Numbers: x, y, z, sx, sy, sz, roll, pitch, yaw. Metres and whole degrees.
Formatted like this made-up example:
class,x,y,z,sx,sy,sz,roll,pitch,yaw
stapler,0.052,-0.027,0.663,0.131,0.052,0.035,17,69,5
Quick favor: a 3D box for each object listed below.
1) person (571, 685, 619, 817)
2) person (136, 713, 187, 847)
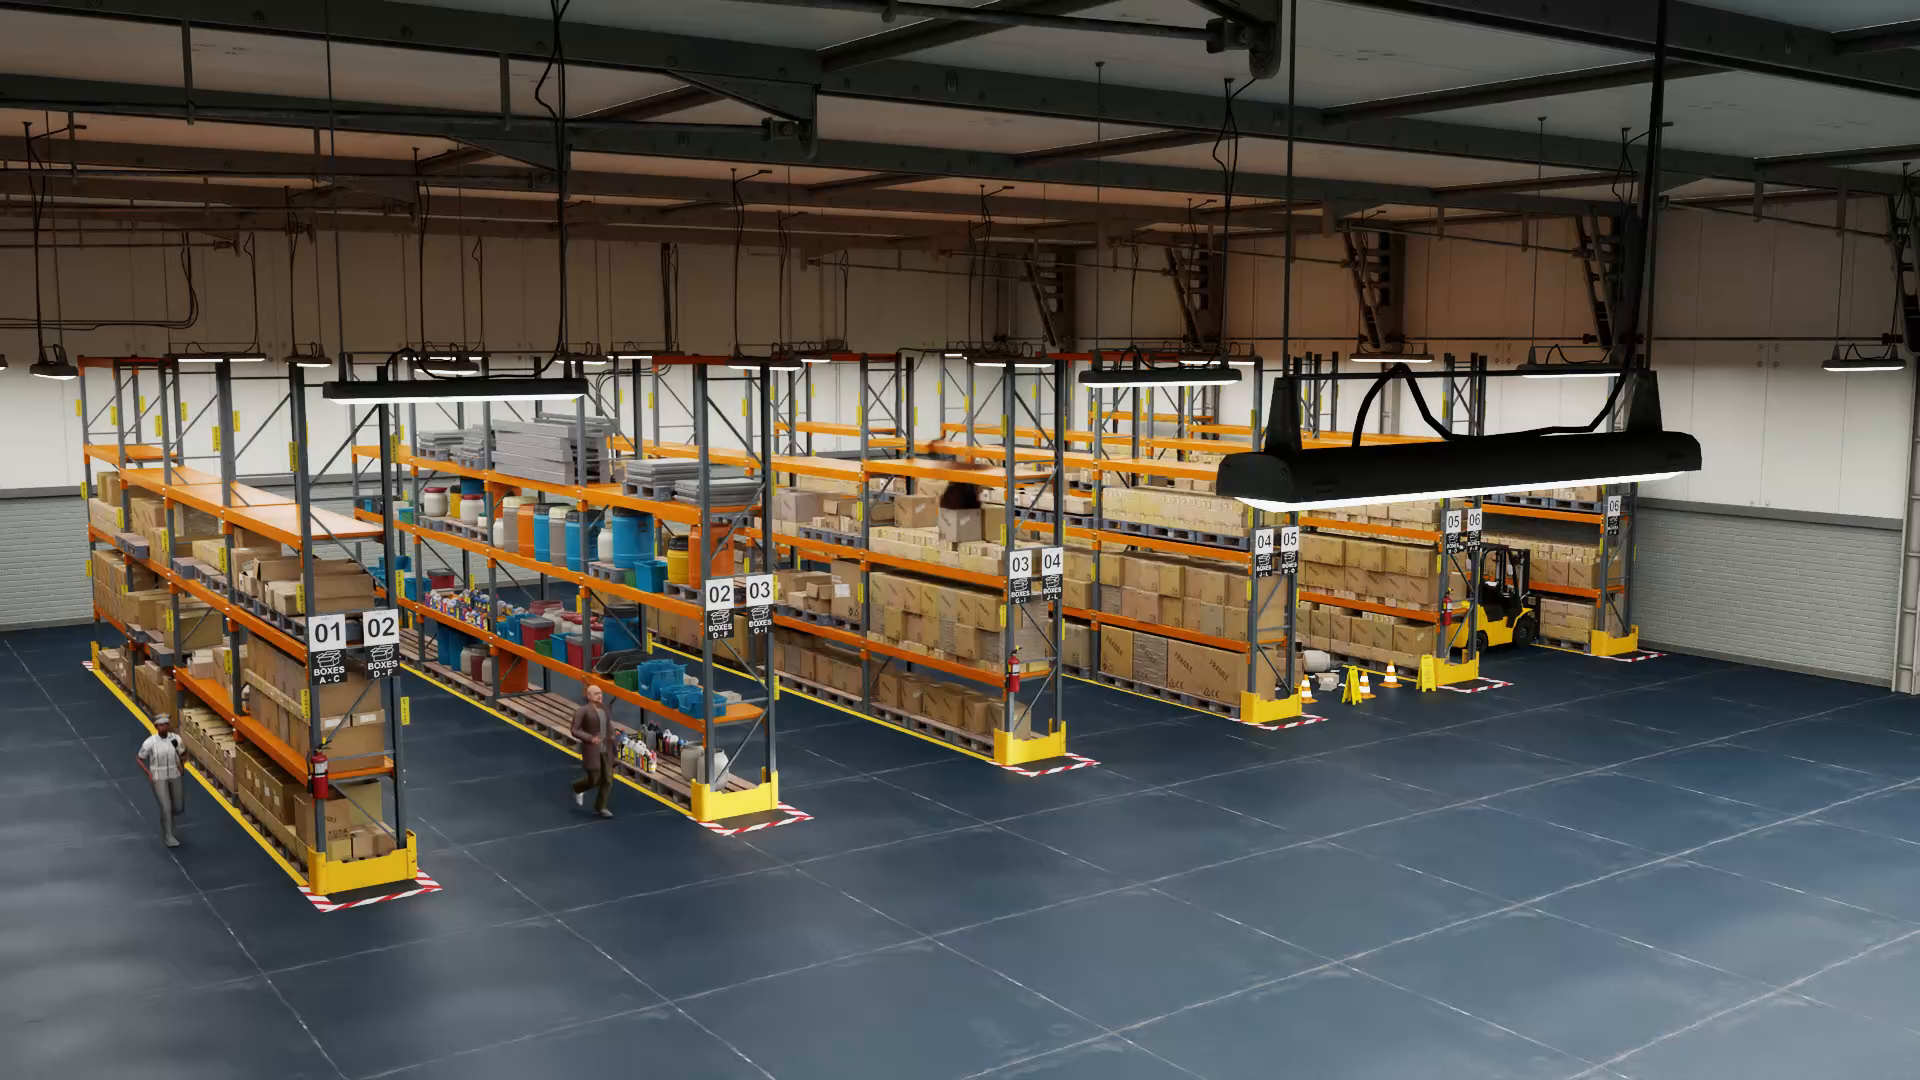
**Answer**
class,x,y,z,sx,sy,sz,roll,pitch,yaw
person,-4.872,2.787,22.138,0.757,1.737,0.709,6,9,39
person,-9.999,2.981,20.893,0.580,1.655,0.681,-6,9,-41
